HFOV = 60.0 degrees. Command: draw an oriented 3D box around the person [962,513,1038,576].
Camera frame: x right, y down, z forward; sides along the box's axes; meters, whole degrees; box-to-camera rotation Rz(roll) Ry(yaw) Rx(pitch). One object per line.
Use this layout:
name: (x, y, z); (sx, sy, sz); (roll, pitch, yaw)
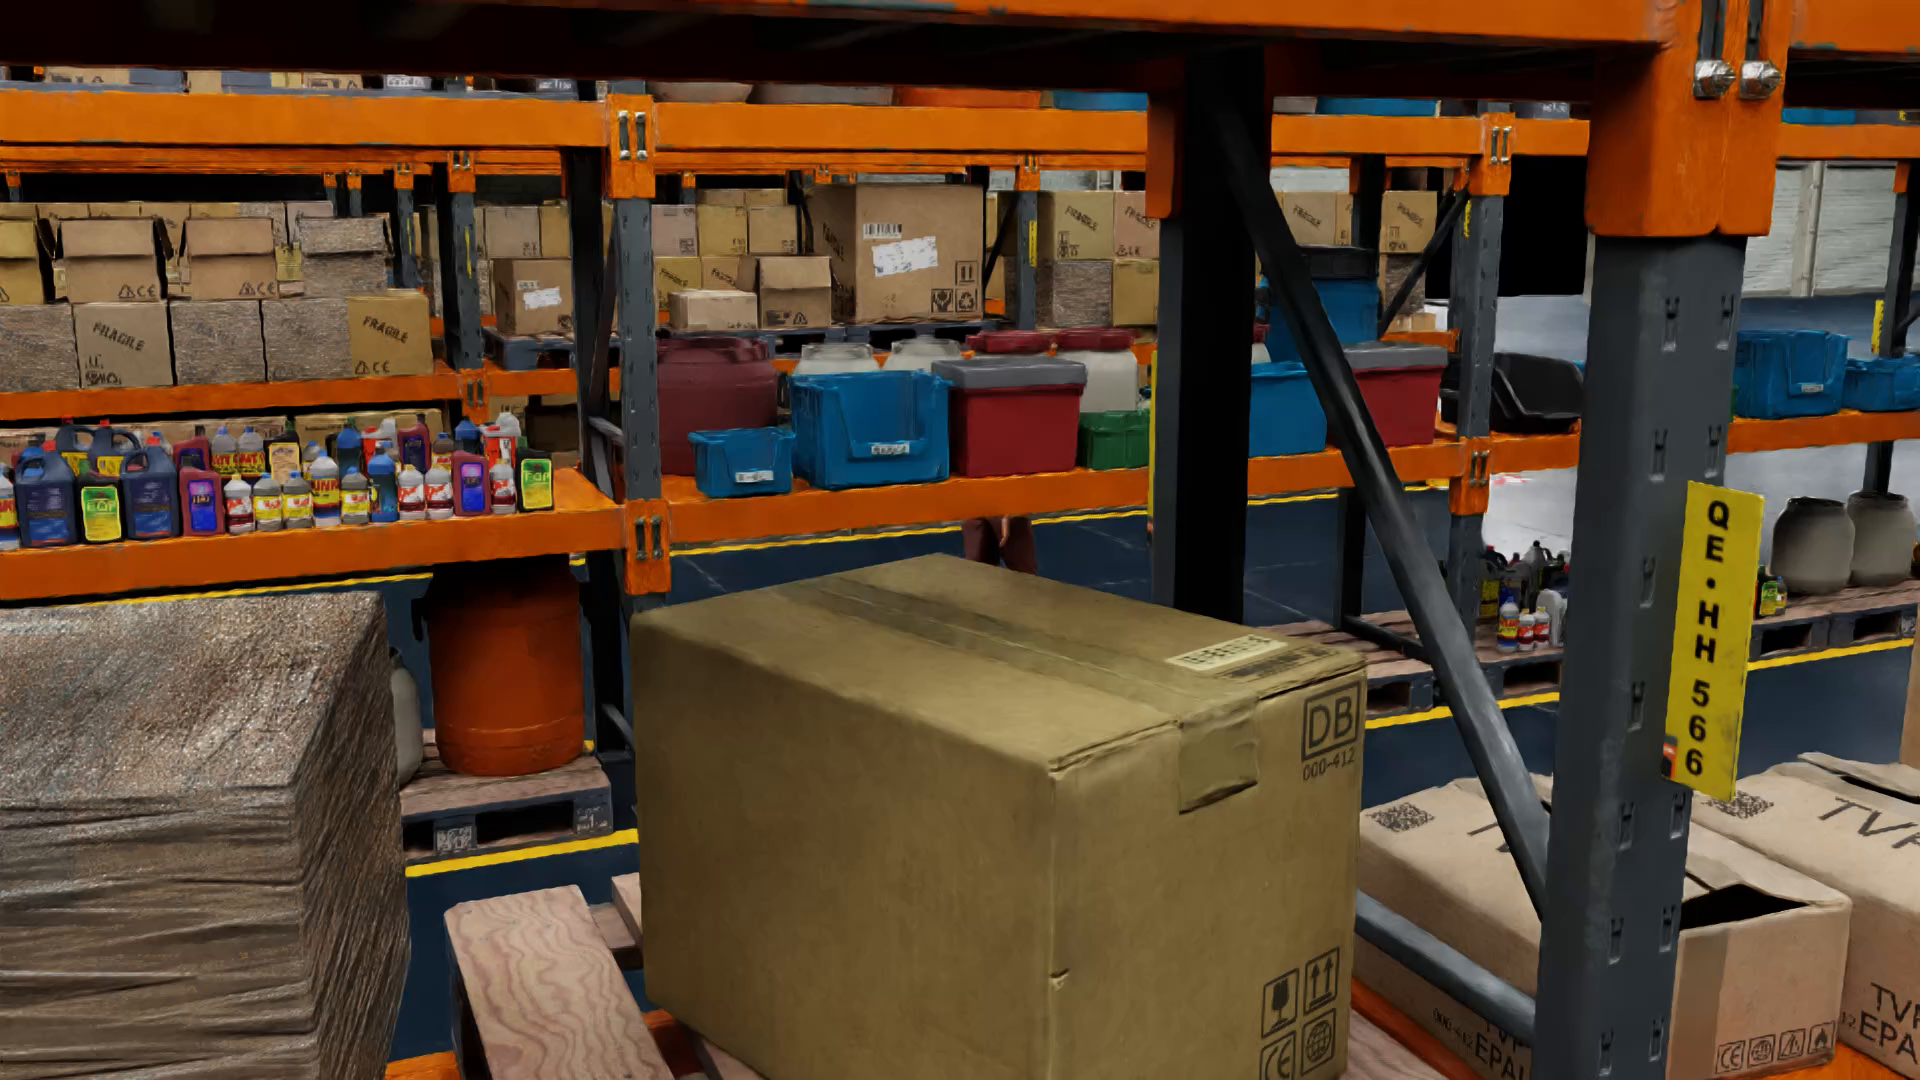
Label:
person: (0.178, -0.130, 8.631); (0.464, 1.619, 0.952); (8, 14, 32)
